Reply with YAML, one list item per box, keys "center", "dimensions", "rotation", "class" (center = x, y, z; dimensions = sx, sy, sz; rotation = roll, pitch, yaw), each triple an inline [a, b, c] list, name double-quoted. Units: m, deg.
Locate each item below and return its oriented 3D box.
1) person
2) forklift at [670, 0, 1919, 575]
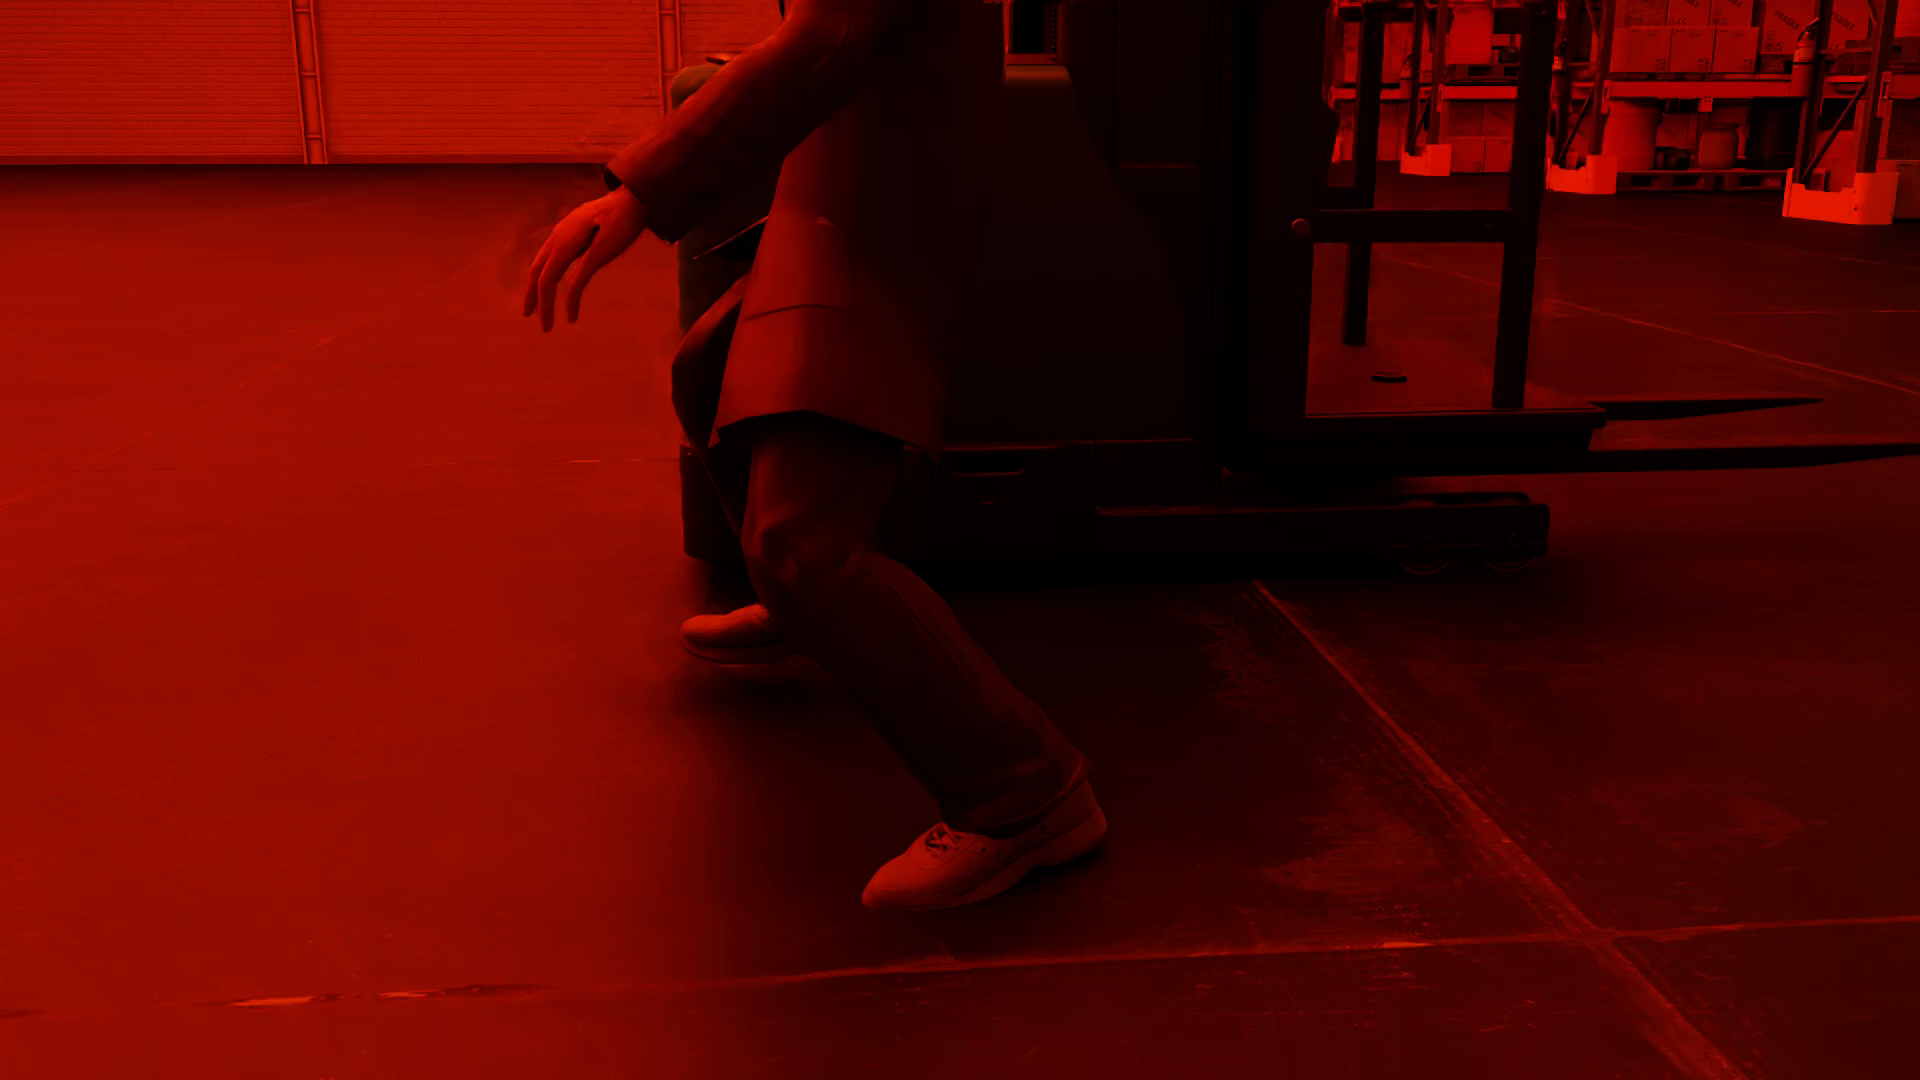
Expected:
- center: [-0.163, -0.395, 2.324]
  dimensions: [0.786, 1.640, 1.003]
  rotation: [2, 15, 7]
  class: "person"
- center: [0.869, -1.473, 3.772]
  dimensions: [3.031, 2.935, 1.130]
  rotation: [-2, 15, -6]
  class: "forklift"
